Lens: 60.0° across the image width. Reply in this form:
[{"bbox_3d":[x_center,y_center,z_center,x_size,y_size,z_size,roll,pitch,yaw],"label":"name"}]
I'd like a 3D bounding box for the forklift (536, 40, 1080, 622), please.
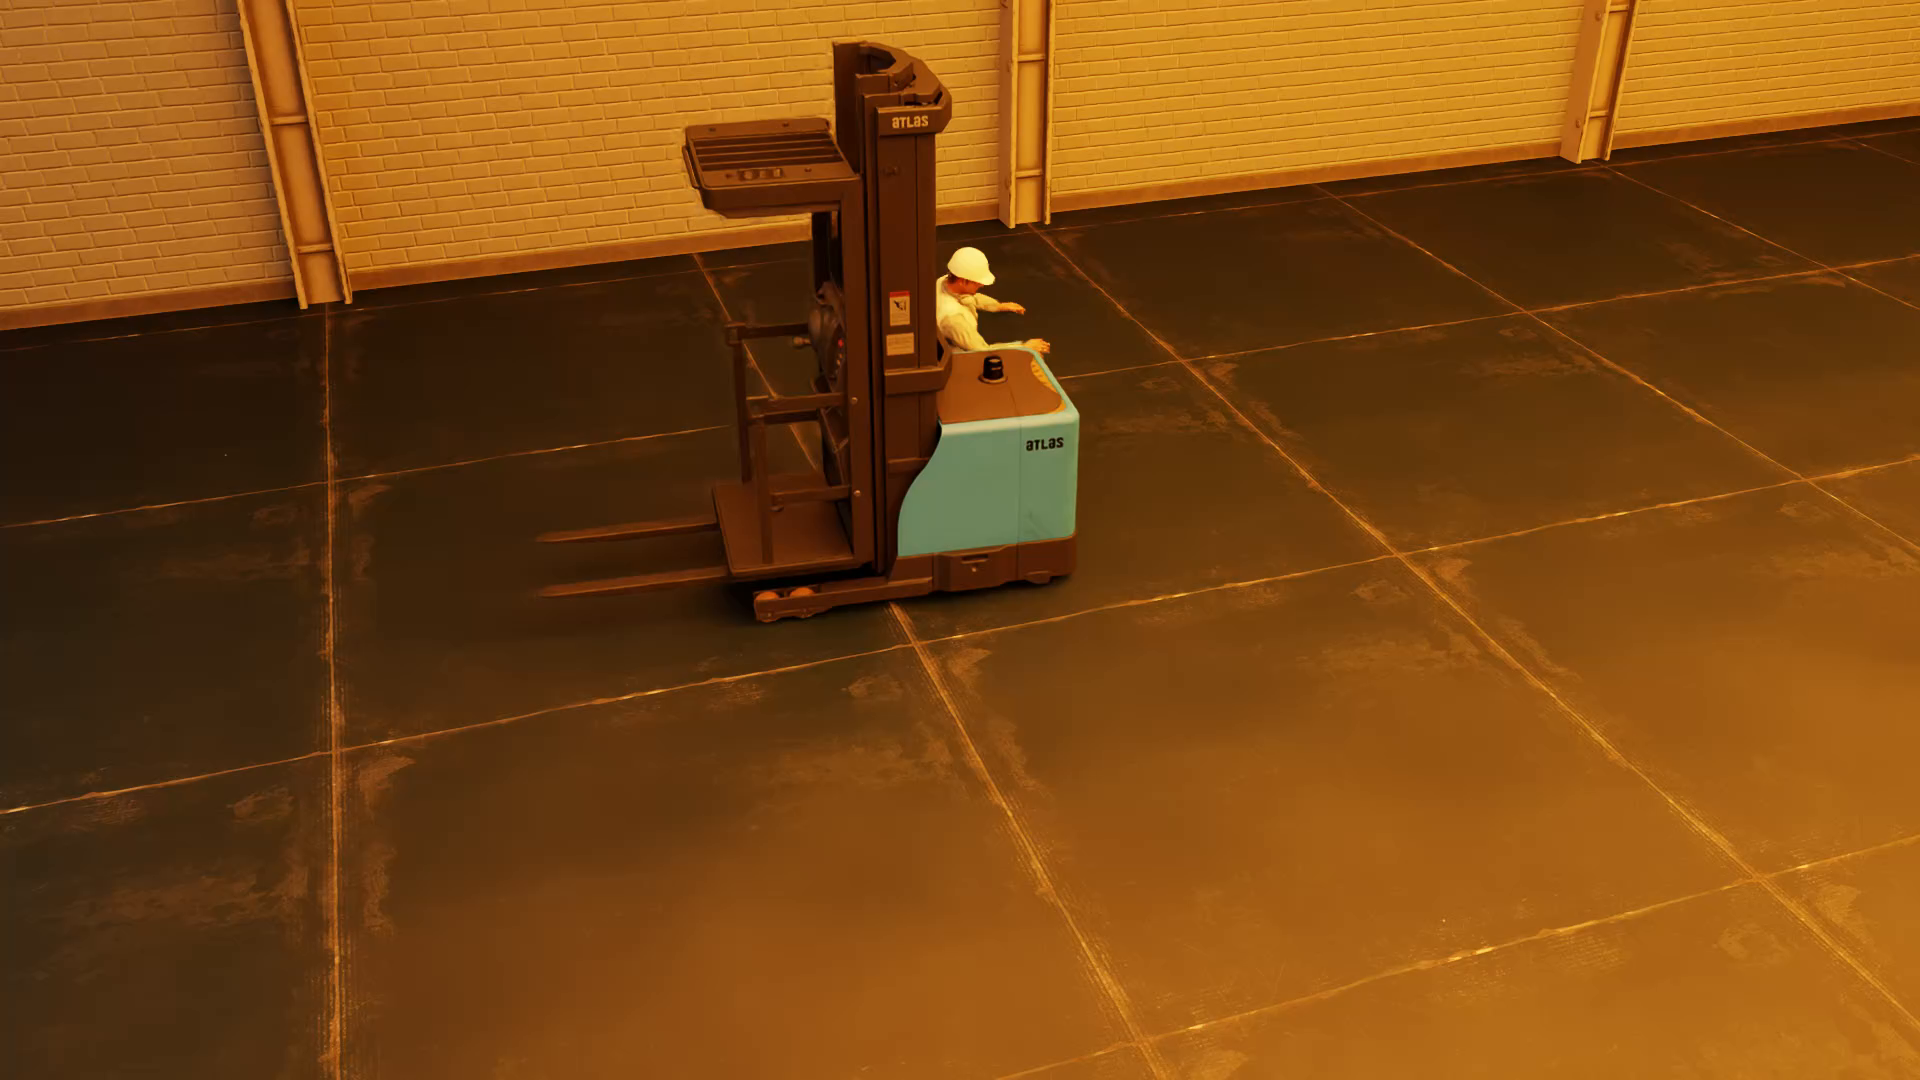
[{"bbox_3d":[-0.901,-1.103,9.004,3.031,2.935,1.130,-7,31,-11],"label":"forklift"}]

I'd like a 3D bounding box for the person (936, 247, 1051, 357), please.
[{"bbox_3d":[0.159,-1.114,10.308,0.788,1.507,0.906,1,30,1],"label":"person"}]
